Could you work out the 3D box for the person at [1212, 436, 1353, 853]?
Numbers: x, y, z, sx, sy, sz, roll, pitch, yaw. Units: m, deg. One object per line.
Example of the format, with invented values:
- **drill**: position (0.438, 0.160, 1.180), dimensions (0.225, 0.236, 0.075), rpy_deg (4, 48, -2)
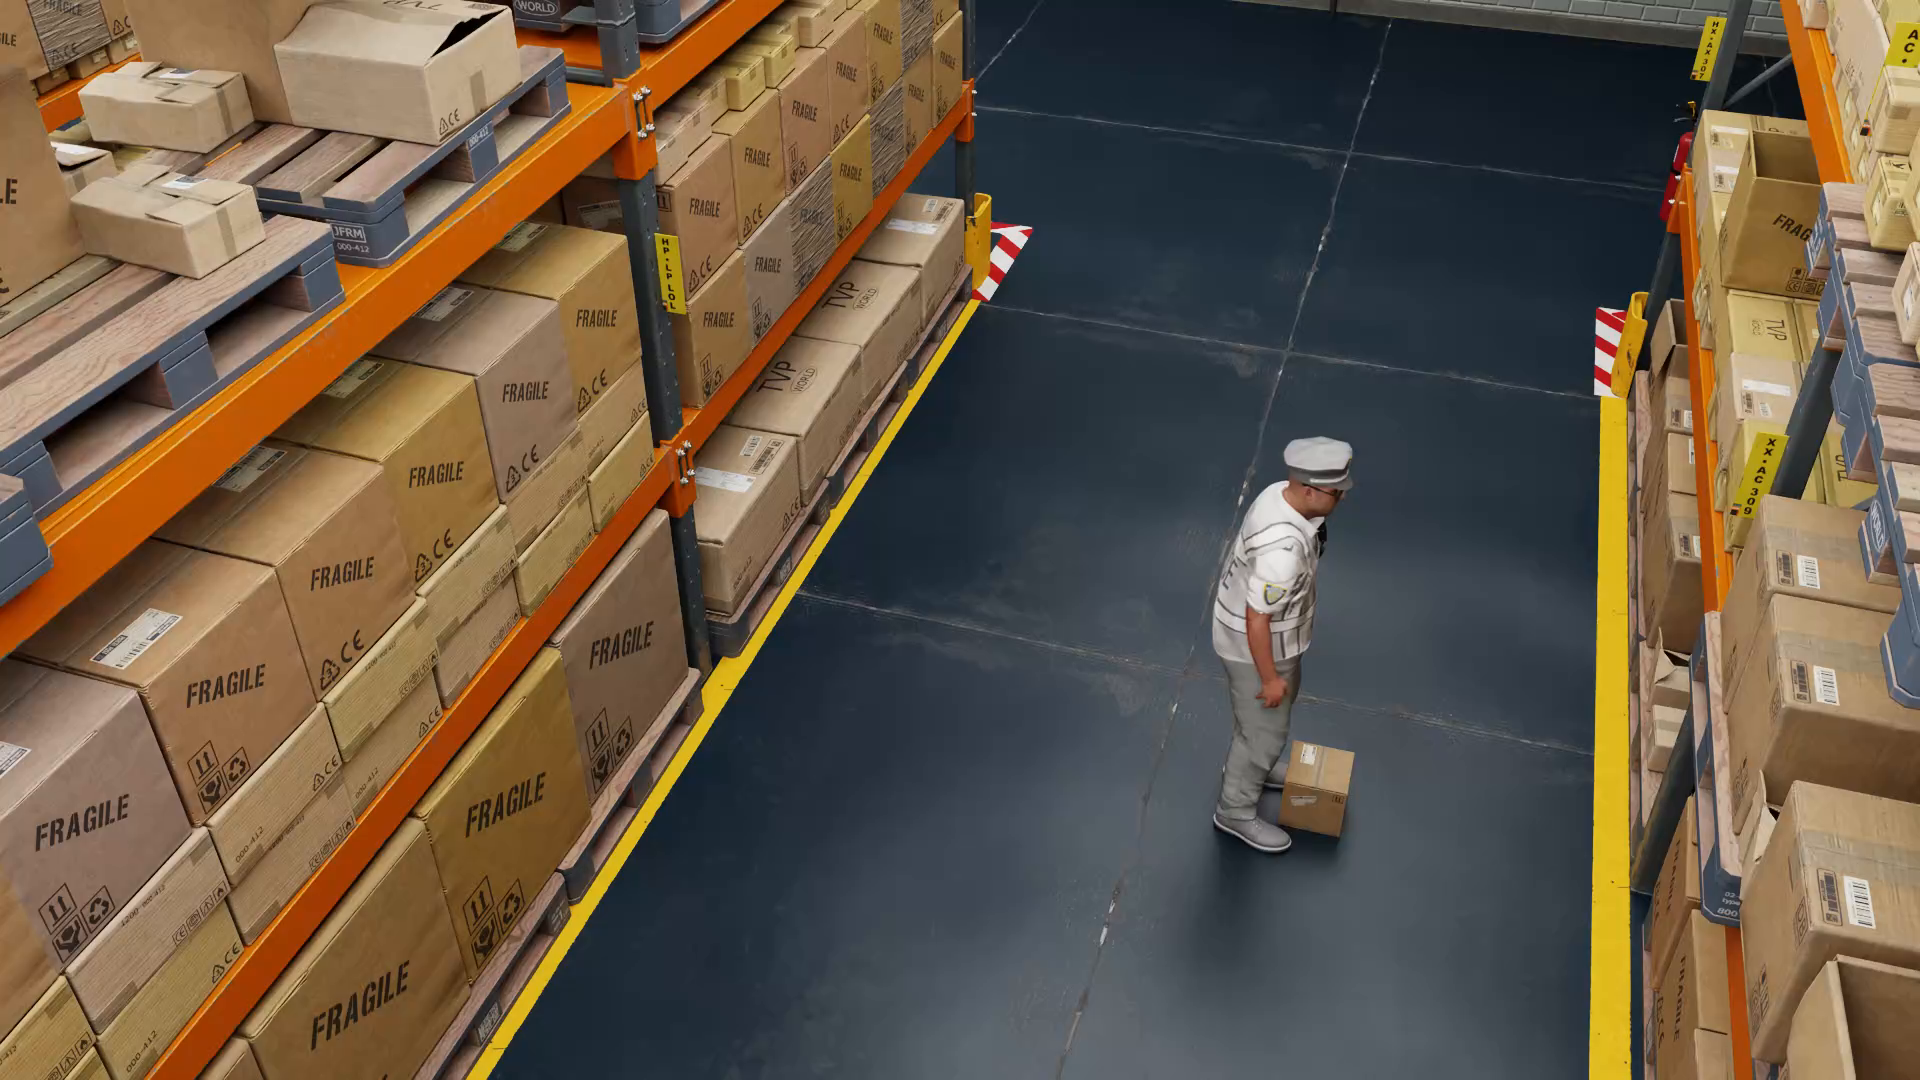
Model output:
- **person**: position (1.190, 0.371, 6.390), dimensions (0.437, 1.746, 0.587), rpy_deg (11, 38, 14)
